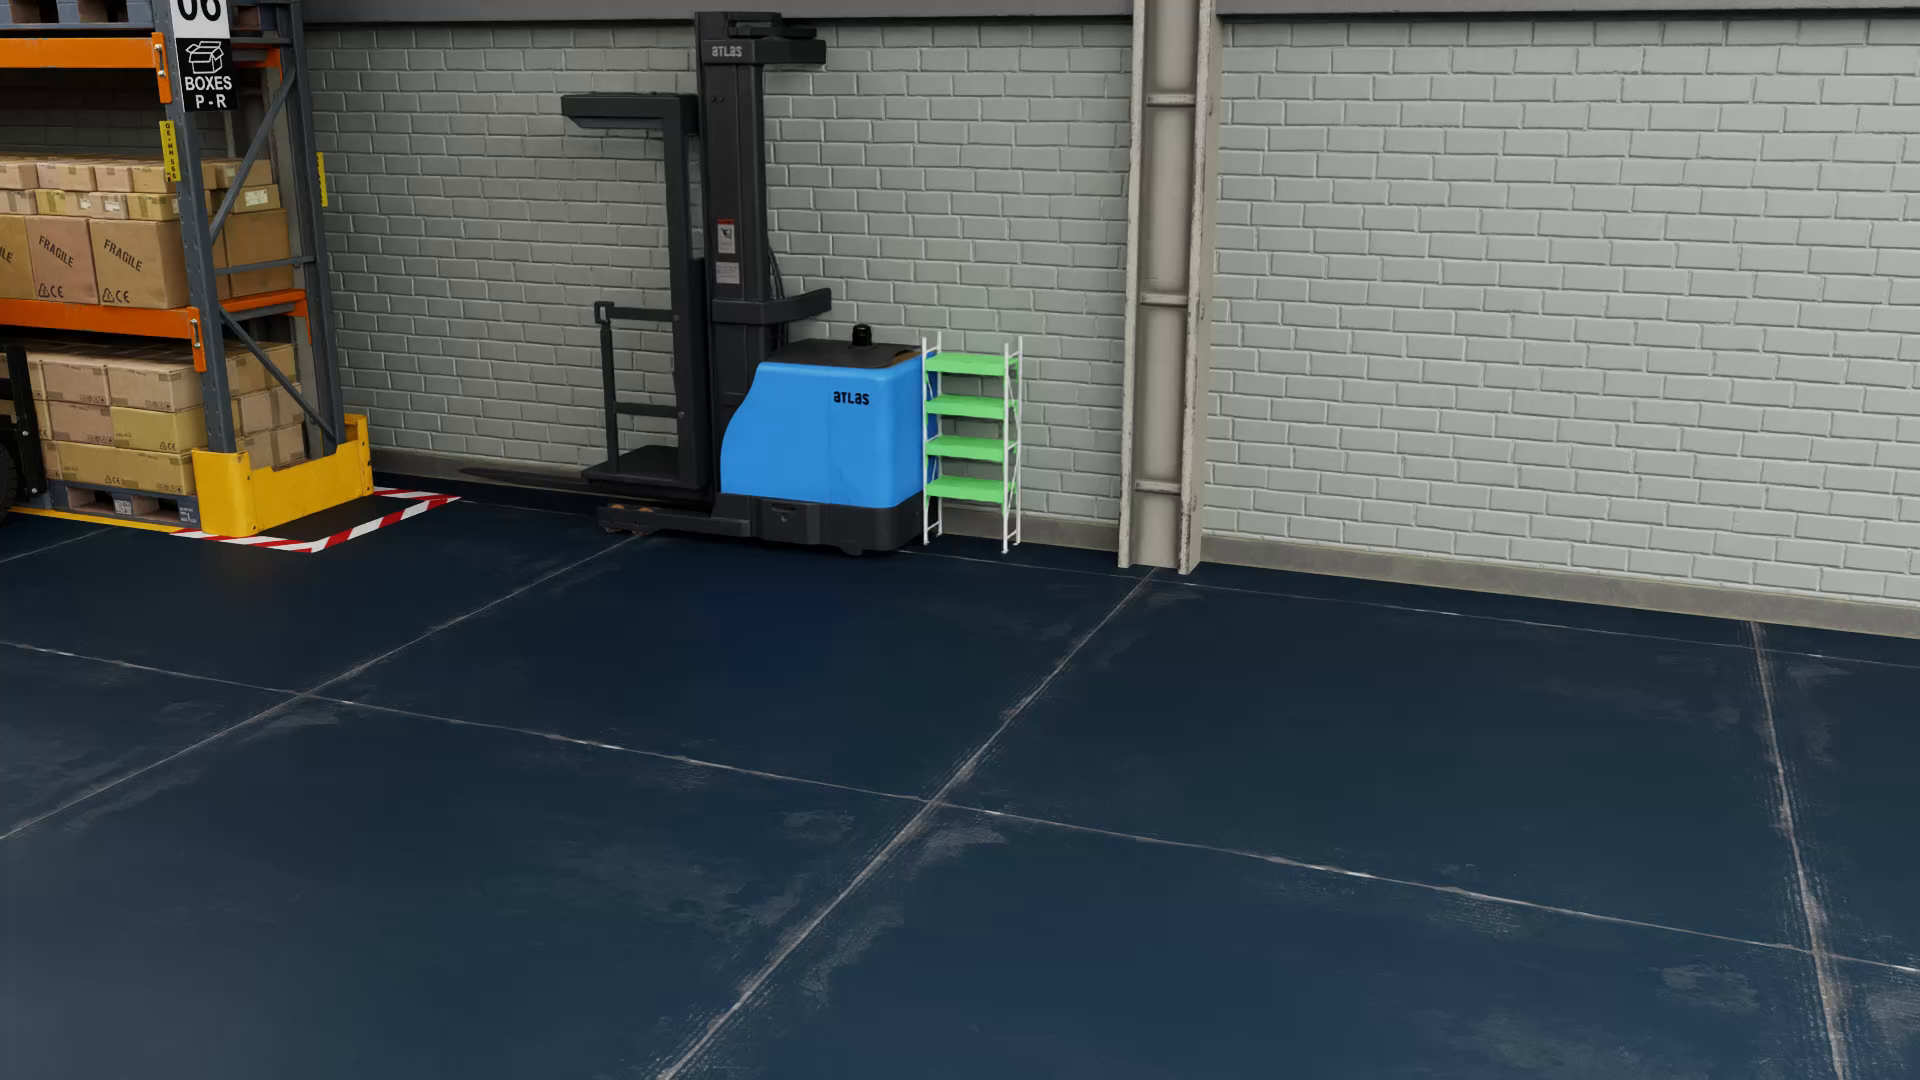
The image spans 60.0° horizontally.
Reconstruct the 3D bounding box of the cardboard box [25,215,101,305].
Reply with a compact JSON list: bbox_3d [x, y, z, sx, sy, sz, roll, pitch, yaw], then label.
[{"bbox_3d":[-5.189,-1.707,9.993,0.500,0.500,0.500,7,18,22],"label":"cardboard box"}]

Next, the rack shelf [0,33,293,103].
[{"bbox_3d":[-6.016,-2.921,10.264,4.000,0.370,1.077,6,17,21],"label":"rack shelf"}]

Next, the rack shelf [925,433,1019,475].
[{"bbox_3d":[0.069,-0.492,9.446,0.480,0.148,0.258,6,17,20],"label":"rack shelf"}]

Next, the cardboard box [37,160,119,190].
[{"bbox_3d":[-5.265,-2.187,9.951,0.250,0.149,0.380,6,17,21],"label":"cardboard box"}]

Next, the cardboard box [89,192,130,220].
[{"bbox_3d":[-4.830,-1.962,9.708,0.250,0.149,0.380,7,17,22],"label":"cardboard box"}]

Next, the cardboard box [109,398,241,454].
[{"bbox_3d":[-4.723,-0.711,10.025,0.500,0.250,0.500,6,17,20],"label":"cardboard box"}]

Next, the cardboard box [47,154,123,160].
[{"bbox_3d":[-5.559,-2.374,10.595,0.250,0.149,0.380,6,17,19],"label":"cardboard box"}]

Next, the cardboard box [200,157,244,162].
[{"bbox_3d":[-4.614,-2.257,10.190,0.250,0.149,0.380,7,18,23],"label":"cardboard box"}]

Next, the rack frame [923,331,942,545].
[{"bbox_3d":[-0.158,-0.578,9.513,0.015,1.200,0.240,6,17,20],"label":"rack frame"}]

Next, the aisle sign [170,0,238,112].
[{"bbox_3d":[-4.203,-2.787,9.230,0.004,0.787,0.394,6,17,21],"label":"aisle sign"}]

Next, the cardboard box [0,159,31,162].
[{"bbox_3d":[-5.791,-2.210,10.030,0.250,0.149,0.380,7,17,22],"label":"cardboard box"}]

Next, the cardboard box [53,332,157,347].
[{"bbox_3d":[-5.461,-1.185,10.760,0.500,0.250,0.500,6,17,20],"label":"cardboard box"}]

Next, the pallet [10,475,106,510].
[{"bbox_3d":[-6.014,-0.475,10.930,1.213,0.211,1.003,6,17,21],"label":"pallet"}]

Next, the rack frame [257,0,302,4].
[{"bbox_3d":[-4.156,-4.502,9.041,0.127,3.000,1.000,6,17,21],"label":"rack frame"}]

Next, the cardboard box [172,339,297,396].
[{"bbox_3d":[-4.534,-1.081,10.401,0.500,0.250,0.500,6,17,20],"label":"cardboard box"}]

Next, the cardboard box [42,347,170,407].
[{"bbox_3d":[-5.176,-0.999,10.121,0.500,0.250,0.500,7,17,22],"label":"cardboard box"}]

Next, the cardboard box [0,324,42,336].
[{"bbox_3d":[-6.406,-1.288,11.116,0.500,0.250,0.500,6,17,21],"label":"cardboard box"}]

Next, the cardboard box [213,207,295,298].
[{"bbox_3d":[-4.515,-1.792,10.286,0.500,0.500,0.500,7,18,22],"label":"cardboard box"}]

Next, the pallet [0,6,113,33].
[{"bbox_3d":[-5.943,-3.223,10.172,1.213,0.211,1.003,6,17,21],"label":"pallet"}]

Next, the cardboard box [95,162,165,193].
[{"bbox_3d":[-4.807,-2.123,9.729,0.250,0.149,0.380,6,17,21],"label":"cardboard box"}]

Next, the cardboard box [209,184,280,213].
[{"bbox_3d":[-4.376,-2.083,10.124,0.250,0.149,0.380,6,17,19],"label":"cardboard box"}]

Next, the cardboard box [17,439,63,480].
[{"bbox_3d":[-5.630,-0.575,10.454,0.500,0.250,0.500,6,17,21],"label":"cardboard box"}]

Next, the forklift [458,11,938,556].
[{"bbox_3d":[-1.598,-1.559,9.785,3.031,2.935,1.130,6,17,20],"label":"forklift"}]

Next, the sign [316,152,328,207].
[{"bbox_3d":[-3.947,-2.218,10.239,0.005,0.325,0.100,6,17,21],"label":"sign"}]

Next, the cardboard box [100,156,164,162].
[{"bbox_3d":[-5.097,-2.301,10.344,0.250,0.149,0.380,6,17,21],"label":"cardboard box"}]

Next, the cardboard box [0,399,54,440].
[{"bbox_3d":[-5.674,-0.813,10.374,0.500,0.250,0.500,6,17,19],"label":"cardboard box"}]

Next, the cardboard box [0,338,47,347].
[{"bbox_3d":[-6.118,-1.102,10.475,0.500,0.250,0.500,6,17,20],"label":"cardboard box"}]

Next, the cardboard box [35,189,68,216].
[{"bbox_3d":[-5.275,-2.033,9.952,0.250,0.149,0.380,6,17,20],"label":"cardboard box"}]

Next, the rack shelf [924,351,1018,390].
[{"bbox_3d":[0.069,-0.953,9.312,0.480,0.148,0.258,6,17,20],"label":"rack shelf"}]

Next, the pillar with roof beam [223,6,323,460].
[{"bbox_3d":[-6.053,-3.691,6.246,0.400,9.000,9.100,6,17,21],"label":"pillar with roof beam"}]

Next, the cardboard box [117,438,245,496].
[{"bbox_3d":[-4.709,-0.468,10.086,0.500,0.250,0.500,6,17,21],"label":"cardboard box"}]

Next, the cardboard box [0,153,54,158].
[{"bbox_3d":[-6.066,-2.405,10.701,0.250,0.149,0.380,7,18,22],"label":"cardboard box"}]

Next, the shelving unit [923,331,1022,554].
[{"bbox_3d":[0.069,-0.553,9.428,0.503,1.200,0.258,6,17,20],"label":"shelving unit"}]
